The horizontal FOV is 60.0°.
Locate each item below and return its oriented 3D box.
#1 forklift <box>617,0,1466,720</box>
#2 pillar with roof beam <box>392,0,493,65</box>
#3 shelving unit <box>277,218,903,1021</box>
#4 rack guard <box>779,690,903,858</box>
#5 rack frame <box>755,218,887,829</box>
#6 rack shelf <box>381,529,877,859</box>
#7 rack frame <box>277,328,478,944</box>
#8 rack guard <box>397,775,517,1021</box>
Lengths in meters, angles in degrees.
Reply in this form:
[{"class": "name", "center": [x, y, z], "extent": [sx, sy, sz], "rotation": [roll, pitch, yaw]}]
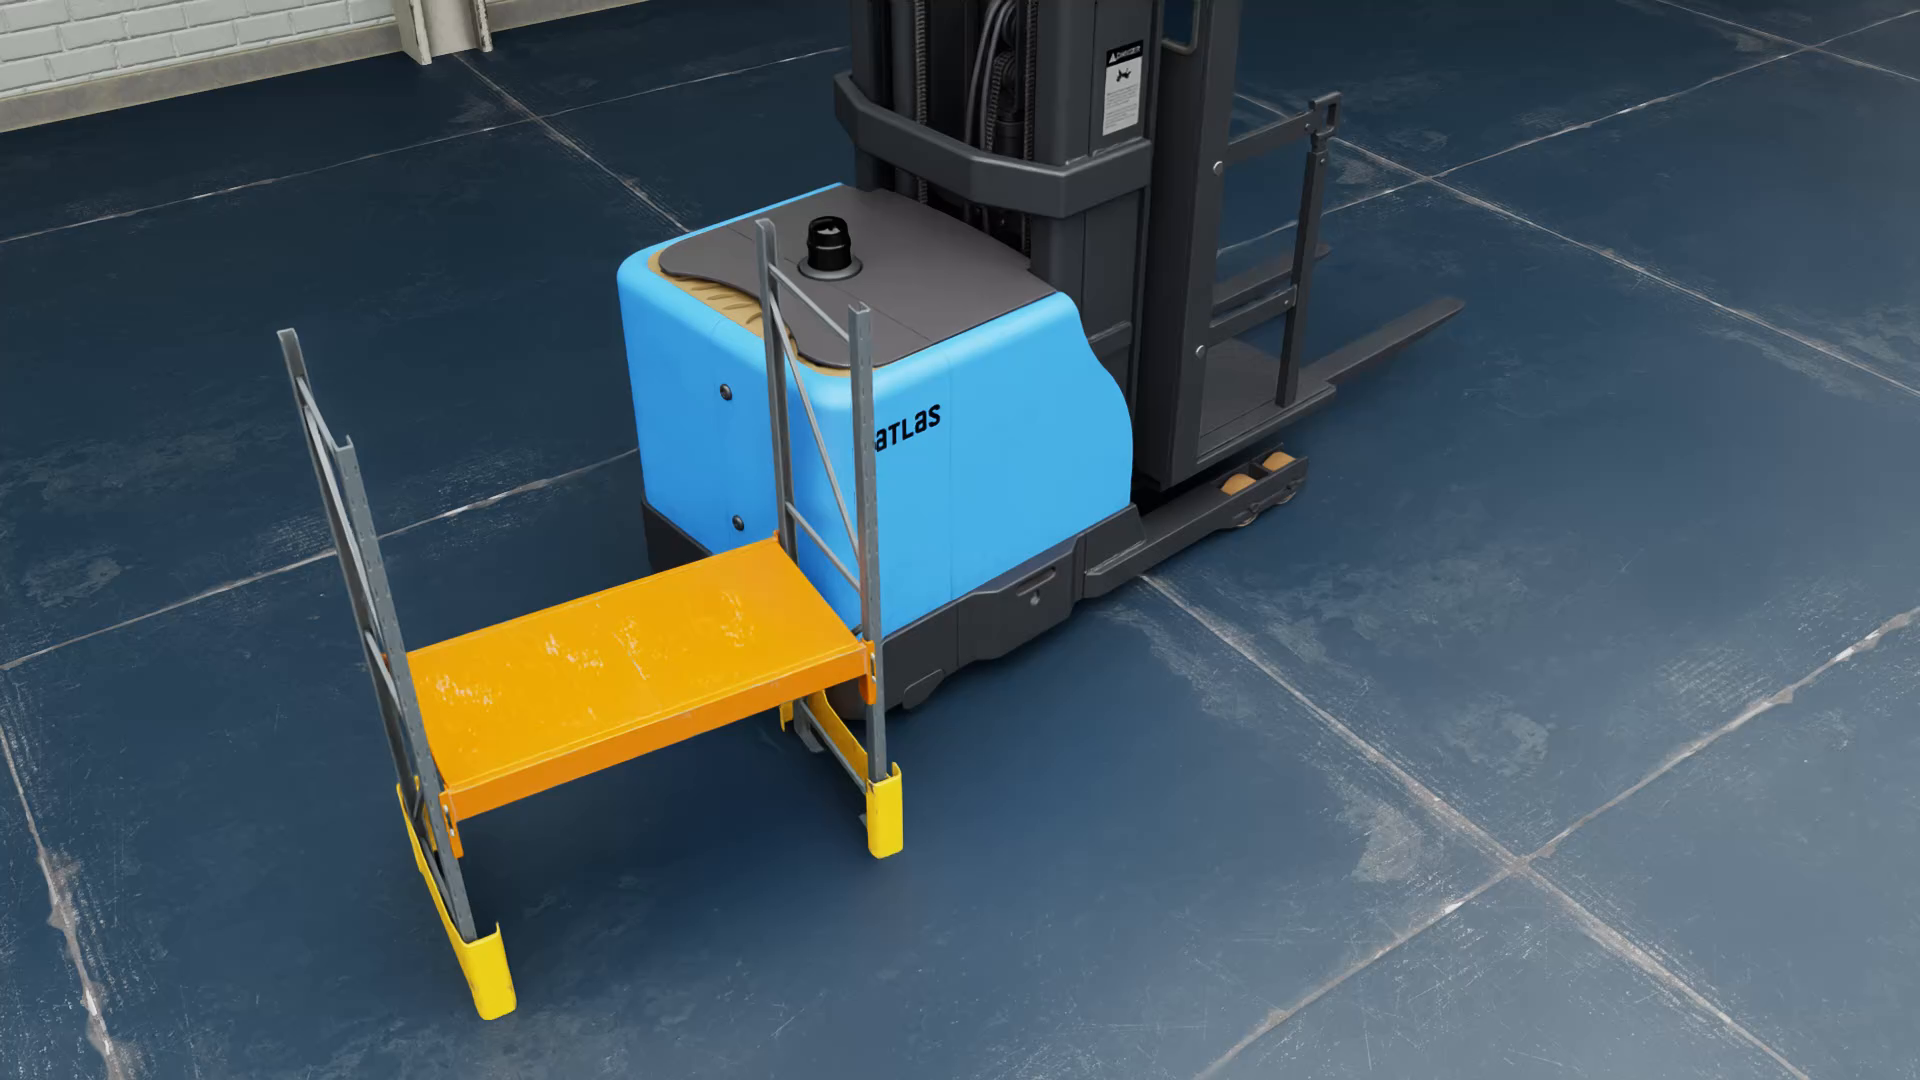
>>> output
[{"class": "forklift", "center": [0.496, -1.438, 4.740], "extent": [3.031, 2.935, 1.130], "rotation": [-27, 44, -33]}, {"class": "pillar with roof beam", "center": [-0.264, -4.225, 3.417], "extent": [0.400, 9.000, 9.100], "rotation": [-22, 41, -28]}, {"class": "shelving unit", "center": [-0.749, 0.173, 3.725], "extent": [1.083, 1.500, 0.587], "rotation": [-18, 40, -24]}, {"class": "rack guard", "center": [-0.316, 0.536, 4.291], "extent": [0.087, 0.250, 0.587], "rotation": [-18, 40, -24]}, {"class": "rack frame", "center": [-0.315, 0.028, 3.926], "extent": [0.032, 1.500, 0.500], "rotation": [-18, 40, -24]}, {"class": "rack shelf", "center": [-0.756, 0.322, 3.826], "extent": [1.000, 0.185, 0.538], "rotation": [-18, 40, -24]}, {"class": "rack frame", "center": [-1.198, 0.323, 3.516], "extent": [0.032, 1.500, 0.500], "rotation": [-18, 40, -24]}, {"class": "rack guard", "center": [-1.181, 0.825, 3.889], "extent": [0.087, 0.250, 0.587], "rotation": [-18, 40, -24]}]
